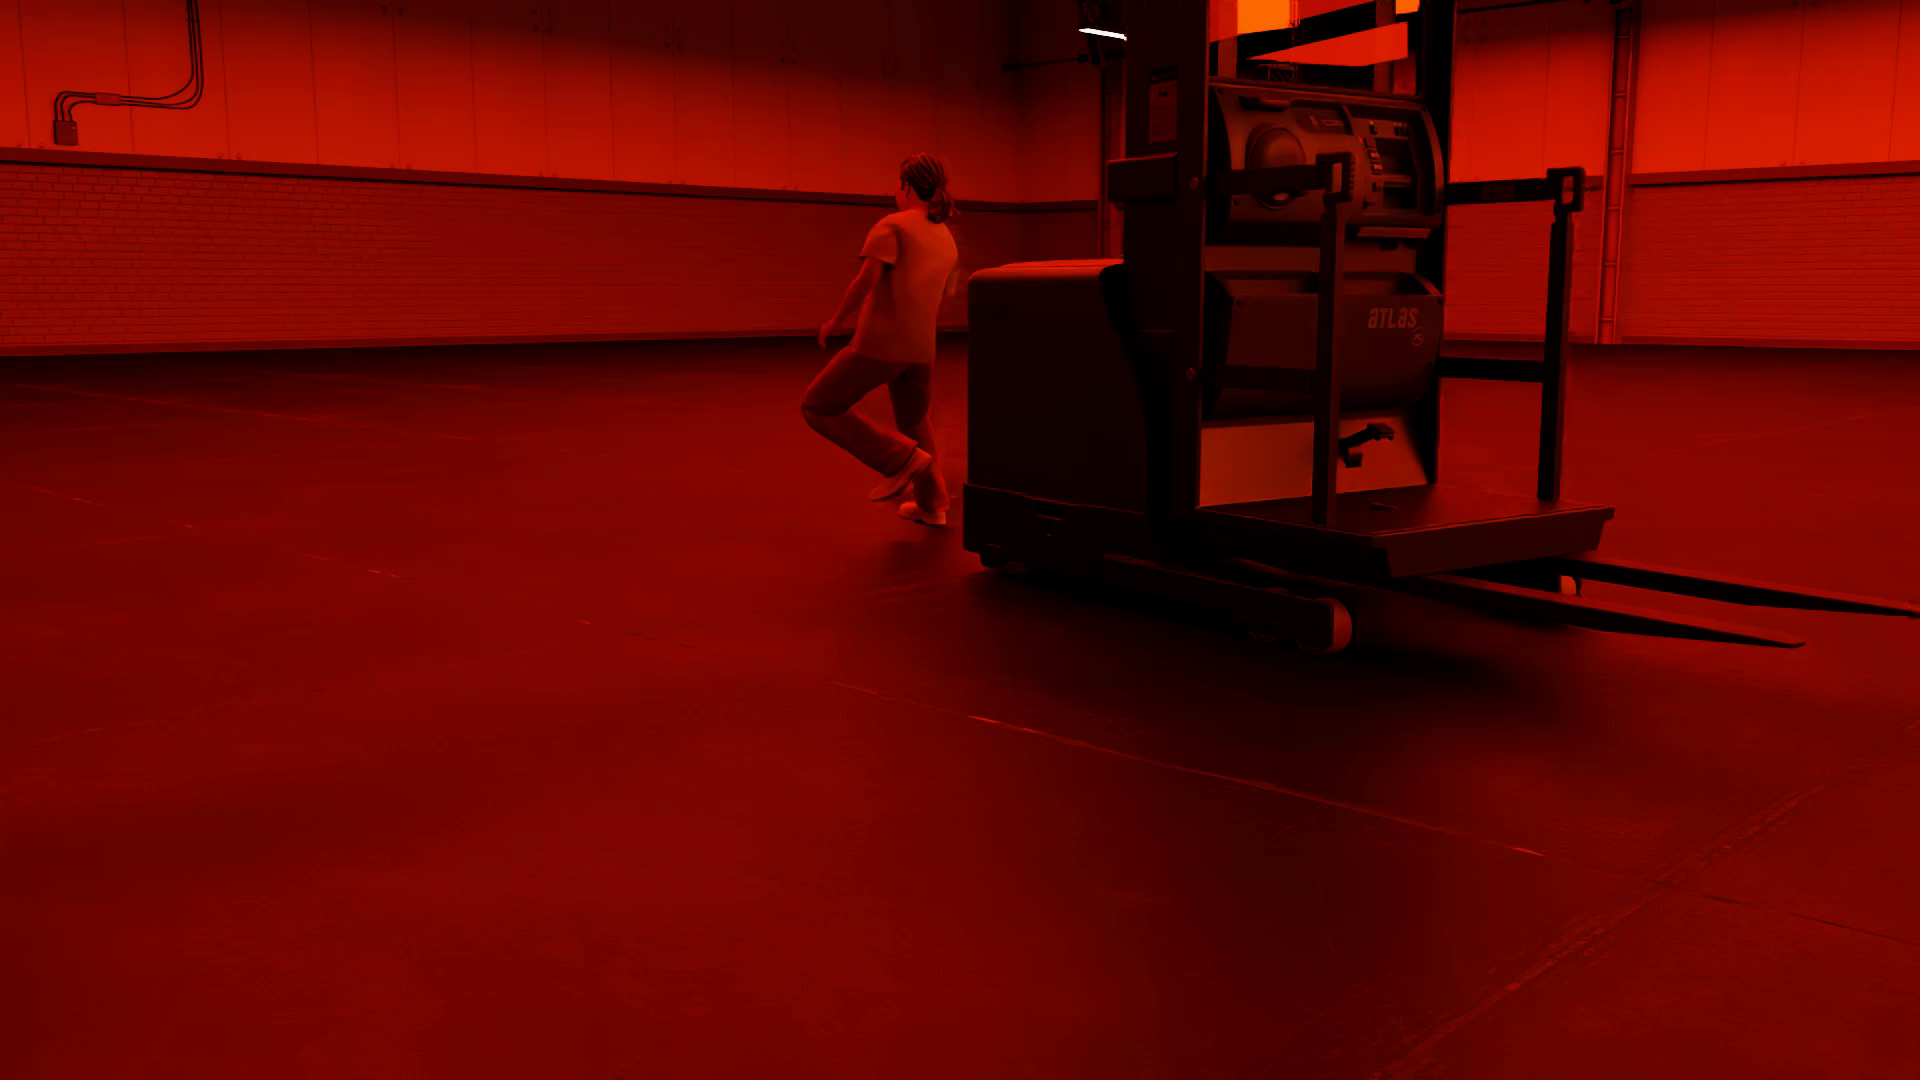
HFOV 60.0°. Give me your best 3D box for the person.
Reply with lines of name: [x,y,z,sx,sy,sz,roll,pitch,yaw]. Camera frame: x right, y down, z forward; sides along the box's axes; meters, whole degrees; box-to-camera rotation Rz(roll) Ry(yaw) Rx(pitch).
person: [-0.263,-0.789,6.791,0.709,1.534,0.645,-8,12,-43]

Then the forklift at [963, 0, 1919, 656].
forklift: [1.257,-1.210,4.907,1.130,2.935,3.031,-6,10,-34]
